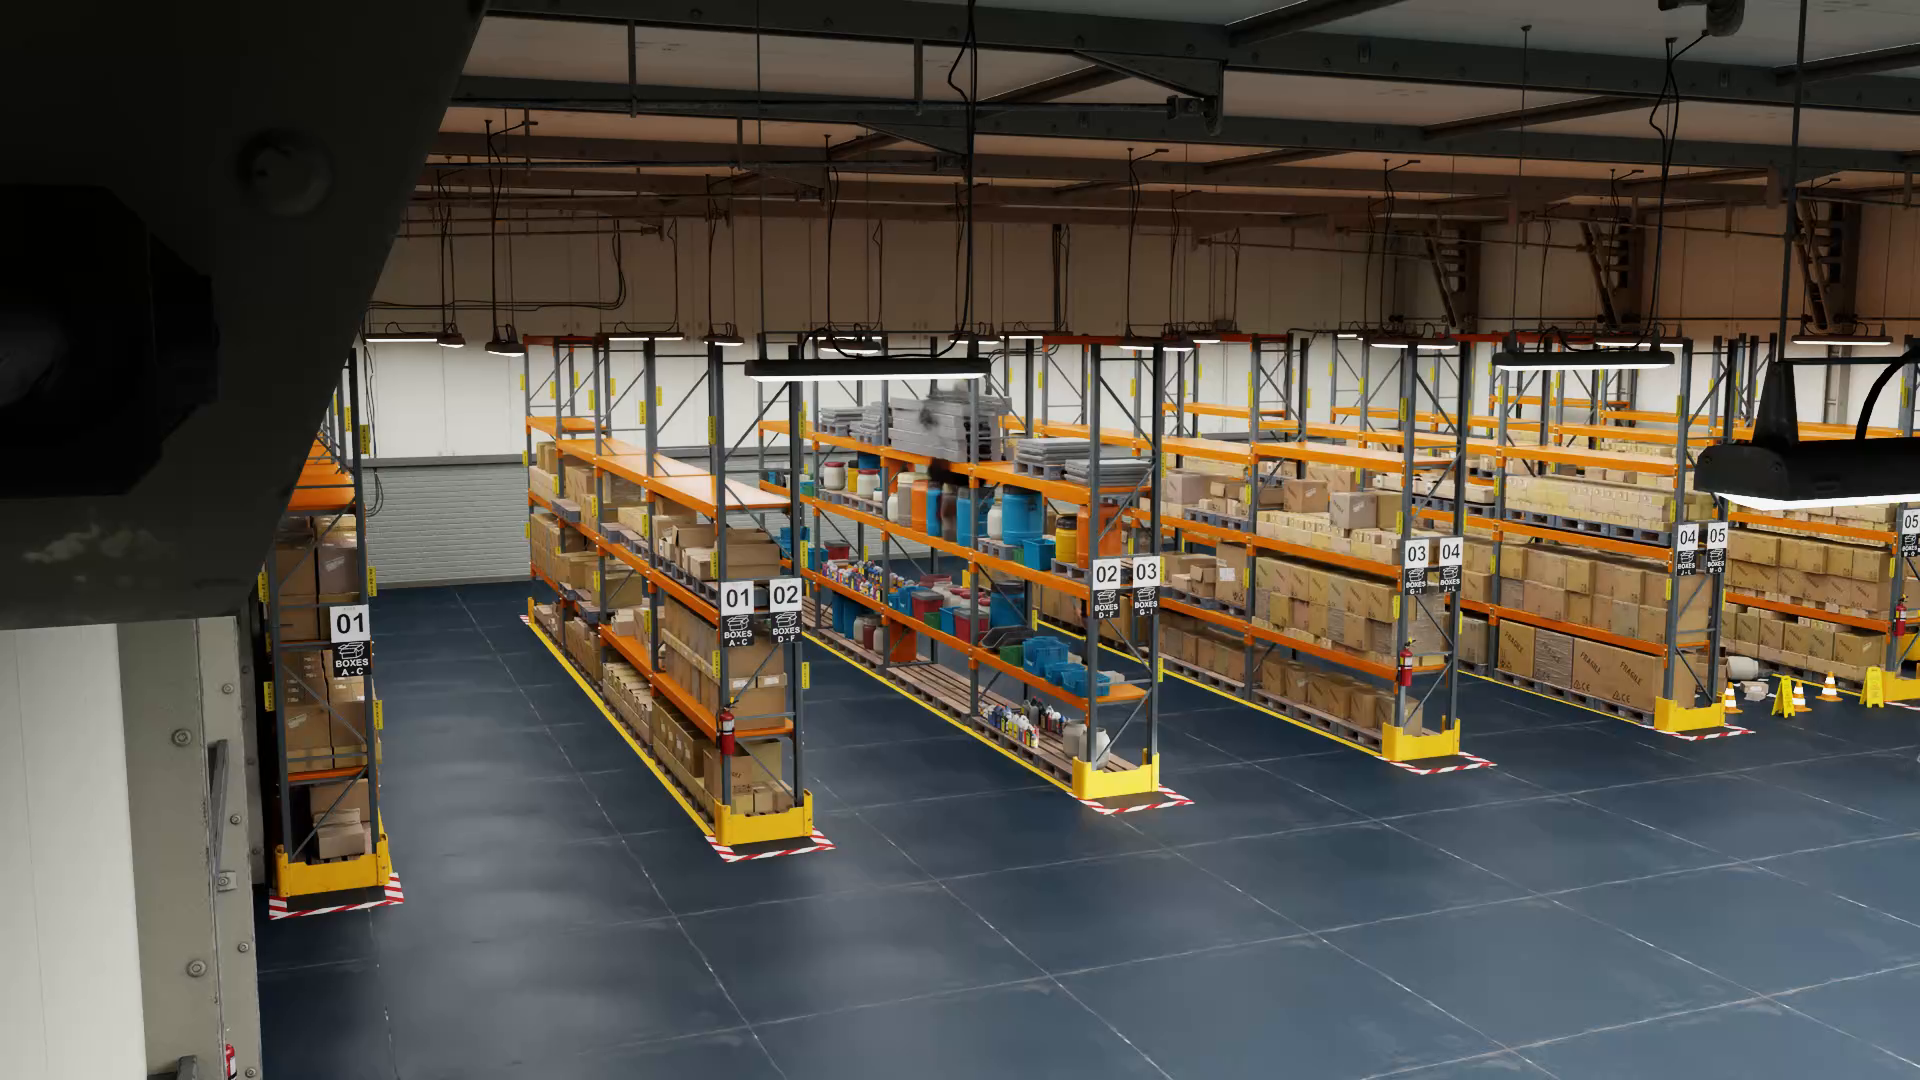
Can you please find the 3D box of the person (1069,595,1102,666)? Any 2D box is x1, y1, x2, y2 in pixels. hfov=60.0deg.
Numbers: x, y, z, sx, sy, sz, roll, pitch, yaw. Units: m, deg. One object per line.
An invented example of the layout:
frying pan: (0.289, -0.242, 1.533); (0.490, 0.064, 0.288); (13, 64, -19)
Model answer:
person: (2.301, 1.400, 28.731); (0.627, 1.805, 0.707); (-6, 10, -39)

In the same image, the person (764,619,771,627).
person: (-3.359, 1.458, 30.043); (0.643, 1.811, 0.824); (-5, 9, -34)
